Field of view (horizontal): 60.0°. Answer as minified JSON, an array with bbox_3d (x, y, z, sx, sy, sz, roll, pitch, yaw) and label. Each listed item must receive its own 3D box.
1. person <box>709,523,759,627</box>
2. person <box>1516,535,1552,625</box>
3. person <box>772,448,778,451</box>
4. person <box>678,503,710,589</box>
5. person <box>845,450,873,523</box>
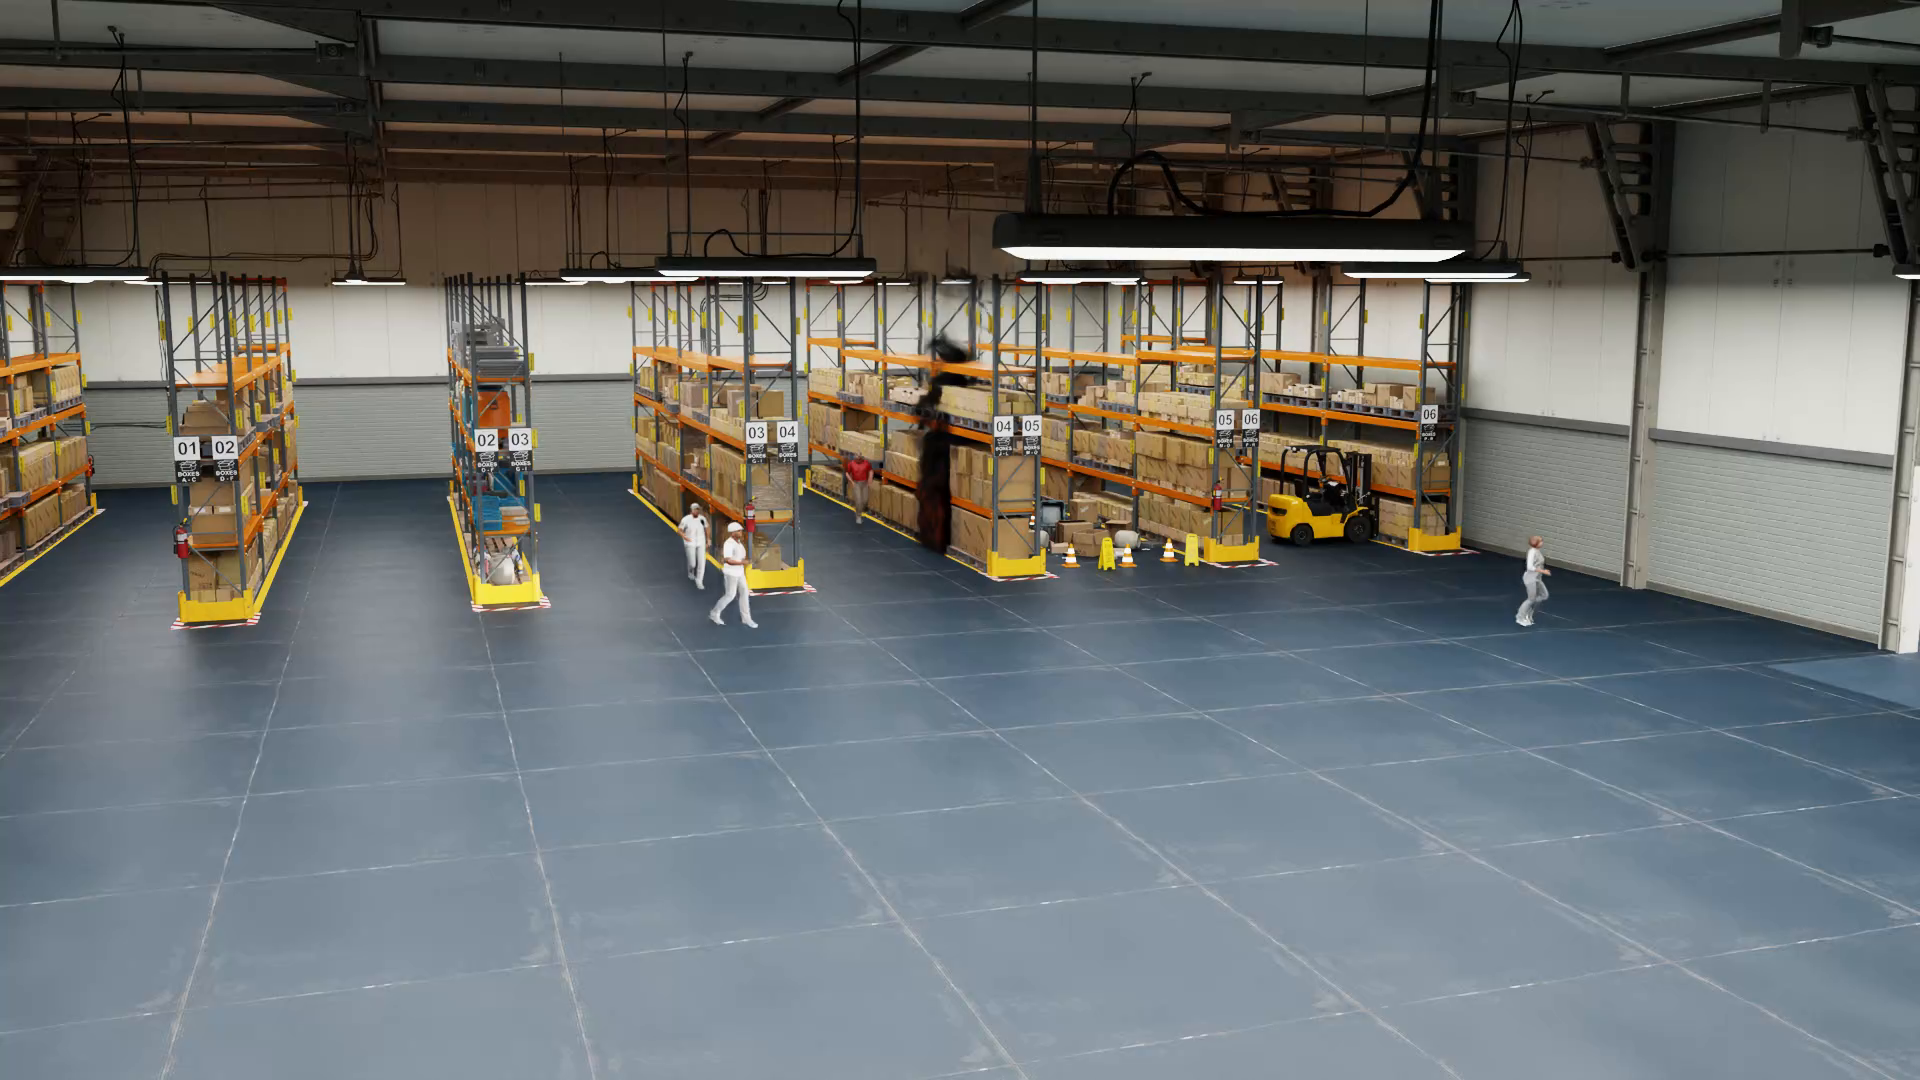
[{"bbox_3d":[-3.856,0.600,28.263,0.835,1.814,0.721,2,9,11],"label":"person"},{"bbox_3d":[9.778,0.696,28.289,0.585,1.551,0.536,6,10,35],"label":"person"},{"bbox_3d":[-5.470,-2.258,47.654,0.607,1.683,0.690,-1,9,-7],"label":"person"},{"bbox_3d":[-5.129,0.101,32.101,0.620,1.652,0.679,-3,9,-19],"label":"person"},{"bbox_3d":[-2.344,-1.252,38.899,0.661,1.710,0.489,-2,9,-16],"label":"person"}]
